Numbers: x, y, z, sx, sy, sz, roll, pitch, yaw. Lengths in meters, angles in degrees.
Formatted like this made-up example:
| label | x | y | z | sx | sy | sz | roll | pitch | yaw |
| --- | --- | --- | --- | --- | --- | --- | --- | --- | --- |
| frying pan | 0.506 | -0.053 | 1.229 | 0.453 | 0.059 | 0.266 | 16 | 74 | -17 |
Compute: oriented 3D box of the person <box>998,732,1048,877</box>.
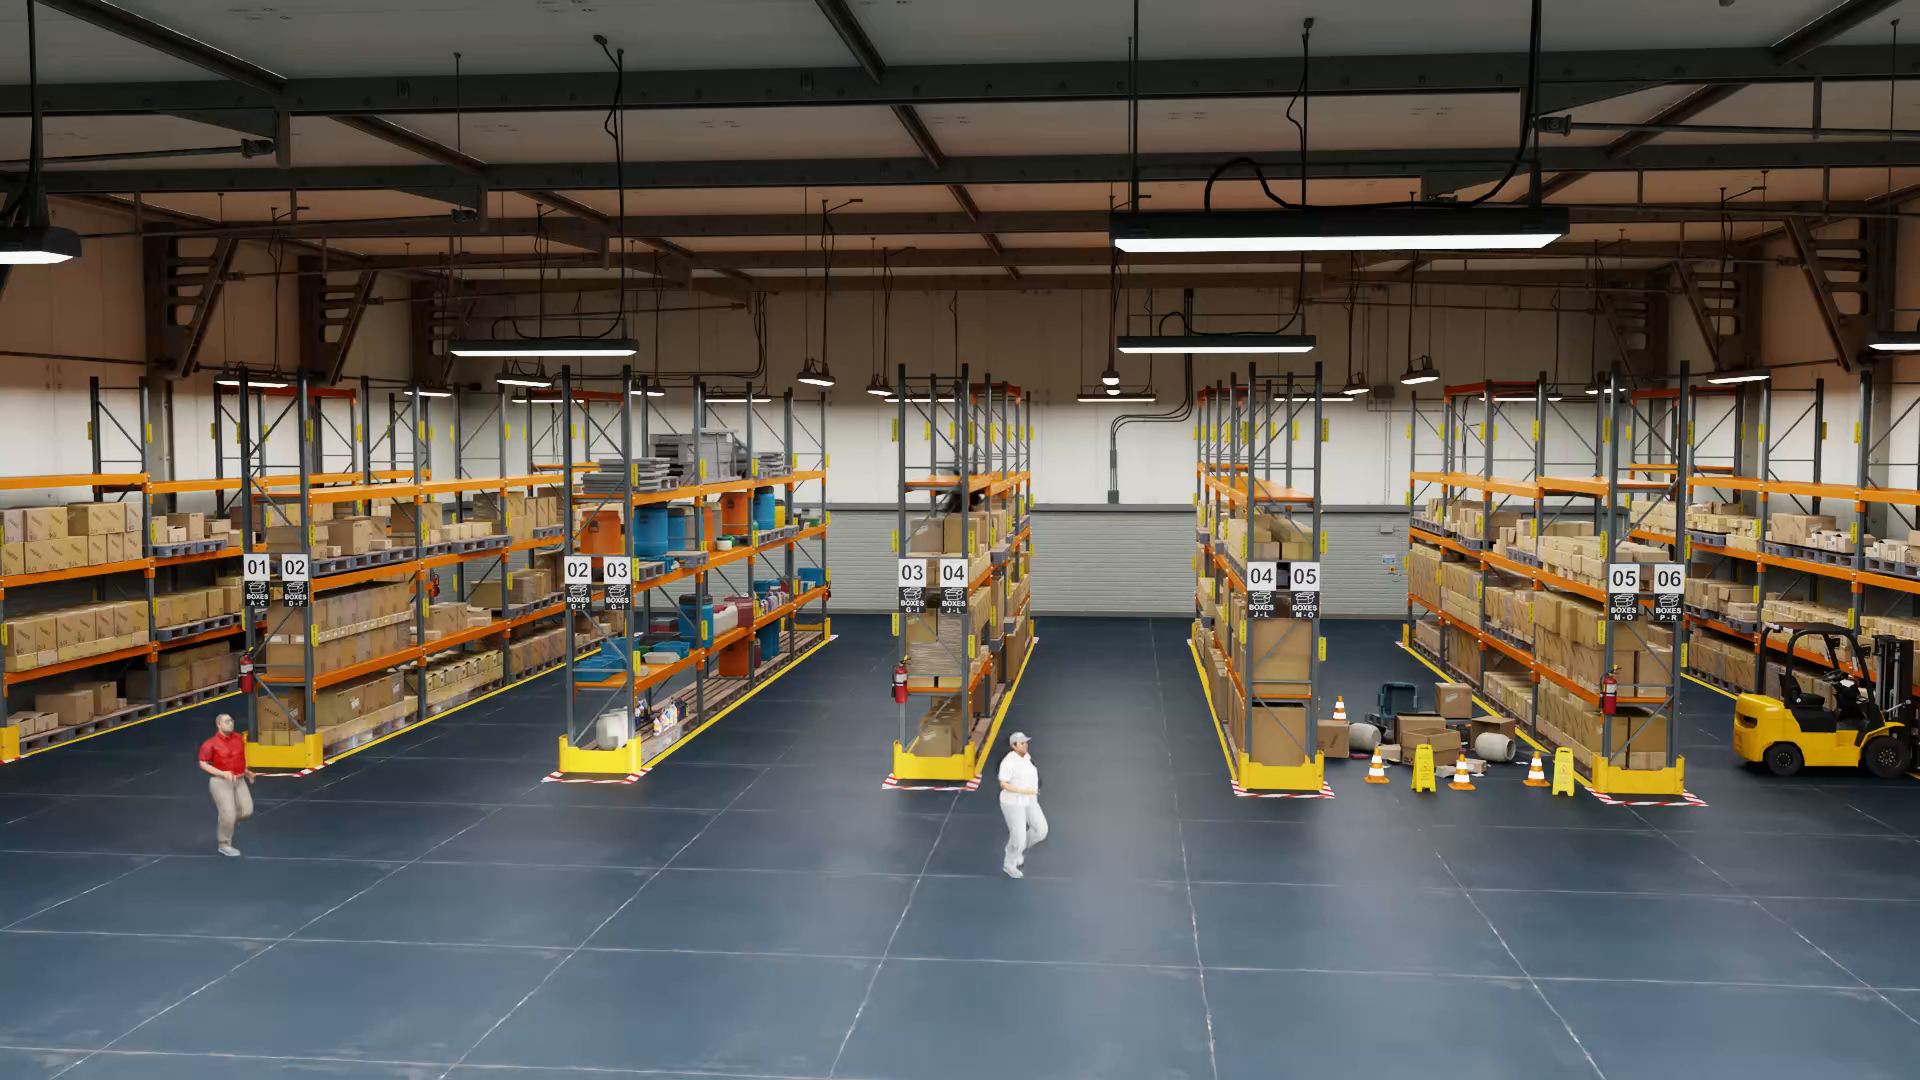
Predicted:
| label | x | y | z | sx | sy | sz | roll | pitch | yaw |
| --- | --- | --- | --- | --- | --- | --- | --- | --- | --- |
| person | 0.714 | 2.988 | 18.765 | 0.522 | 1.624 | 0.657 | 3 | 5 | 39 |

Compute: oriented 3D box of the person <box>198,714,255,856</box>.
| label | x | y | z | sx | sy | sz | roll | pitch | yaw |
| --- | --- | --- | --- | --- | --- | --- | --- | --- | --- |
| person | -8.708 | 2.902 | 19.780 | 0.599 | 1.685 | 0.664 | 2 | 4 | 28 |
